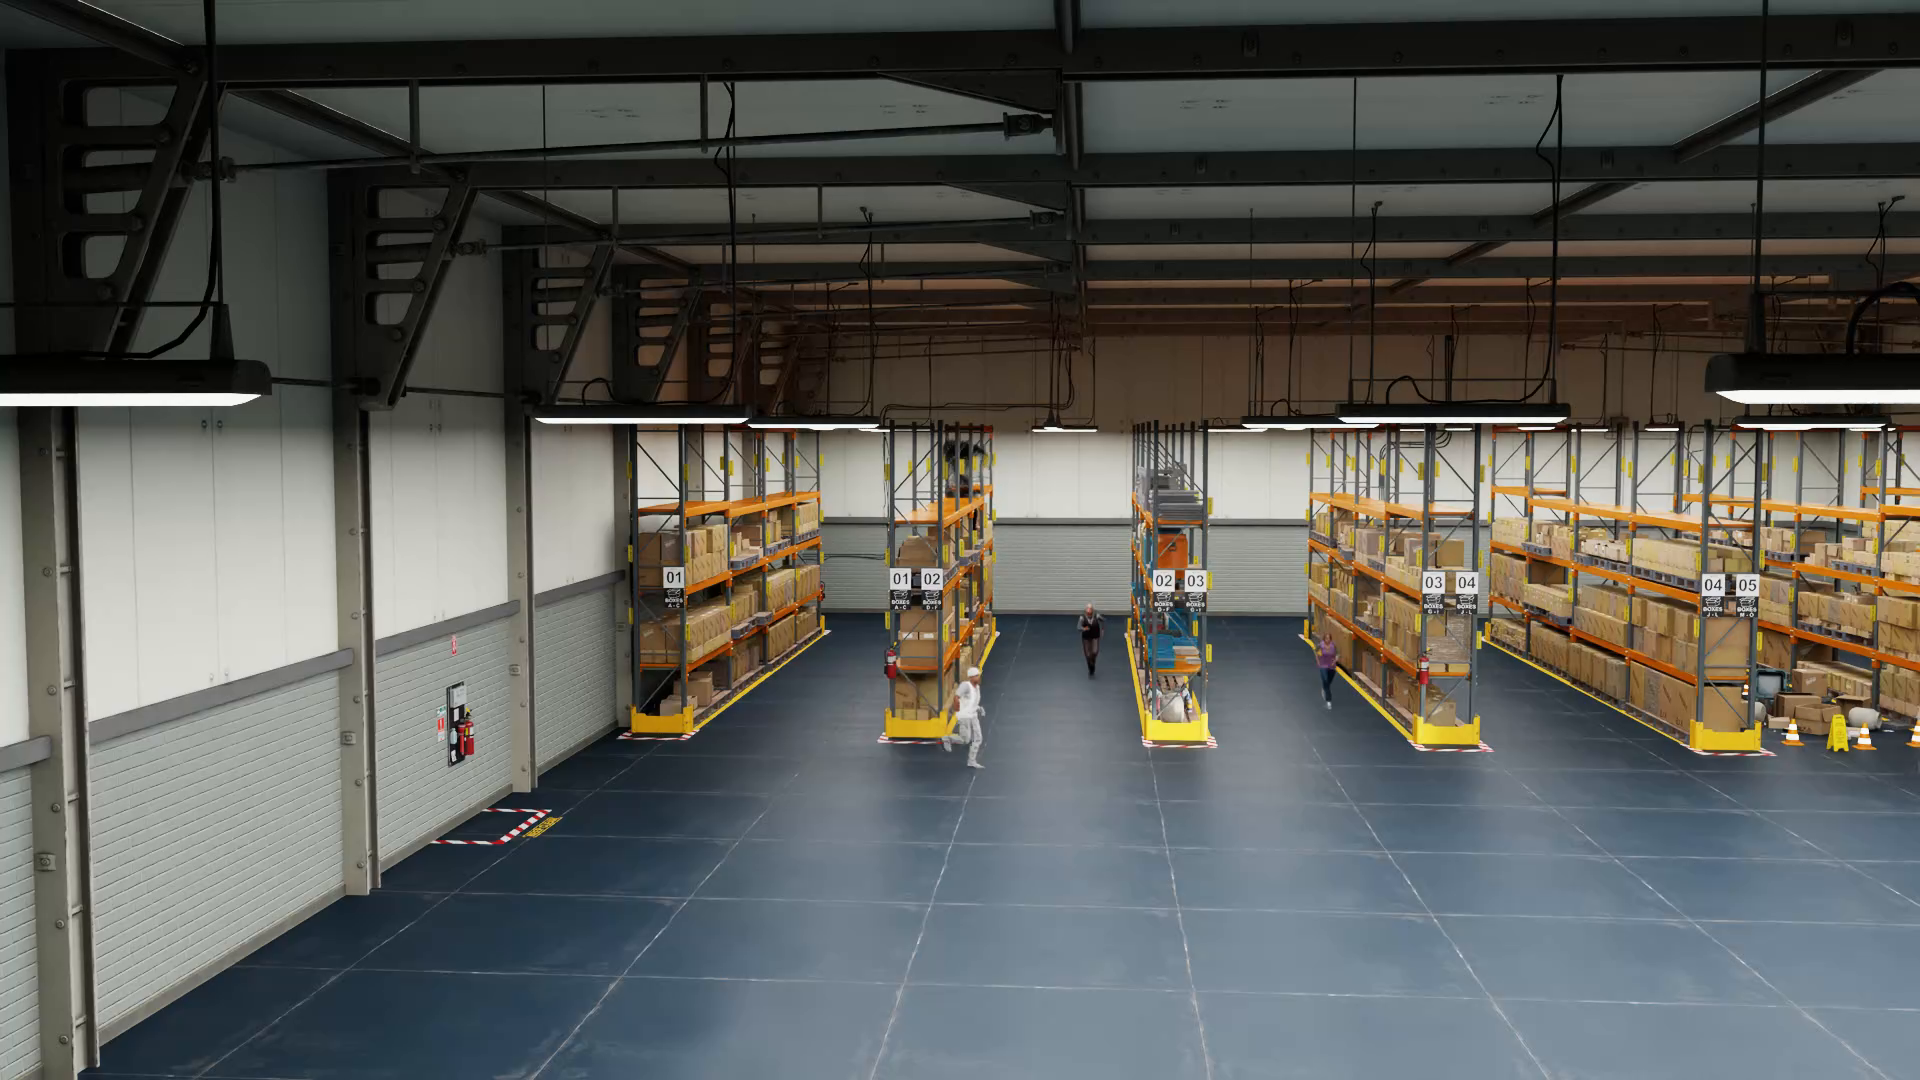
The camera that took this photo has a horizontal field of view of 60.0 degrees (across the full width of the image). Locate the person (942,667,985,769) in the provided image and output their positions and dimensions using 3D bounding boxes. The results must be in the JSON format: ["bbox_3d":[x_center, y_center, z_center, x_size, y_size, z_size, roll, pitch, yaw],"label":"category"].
[{"bbox_3d":[0.067,3.059,28.736,0.806,1.751,0.703,2,4,30],"label":"person"}]

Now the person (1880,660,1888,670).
[{"bbox_3d":[21.260,2.414,37.926,0.671,1.762,0.884,0,4,6],"label":"person"}]

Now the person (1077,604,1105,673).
[{"bbox_3d":[3.126,2.360,39.568,0.690,1.670,0.757,0,4,2],"label":"person"}]

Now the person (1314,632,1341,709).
[{"bbox_3d":[7.762,2.724,35.169,0.539,1.569,1.002,0,4,5],"label":"person"}]
